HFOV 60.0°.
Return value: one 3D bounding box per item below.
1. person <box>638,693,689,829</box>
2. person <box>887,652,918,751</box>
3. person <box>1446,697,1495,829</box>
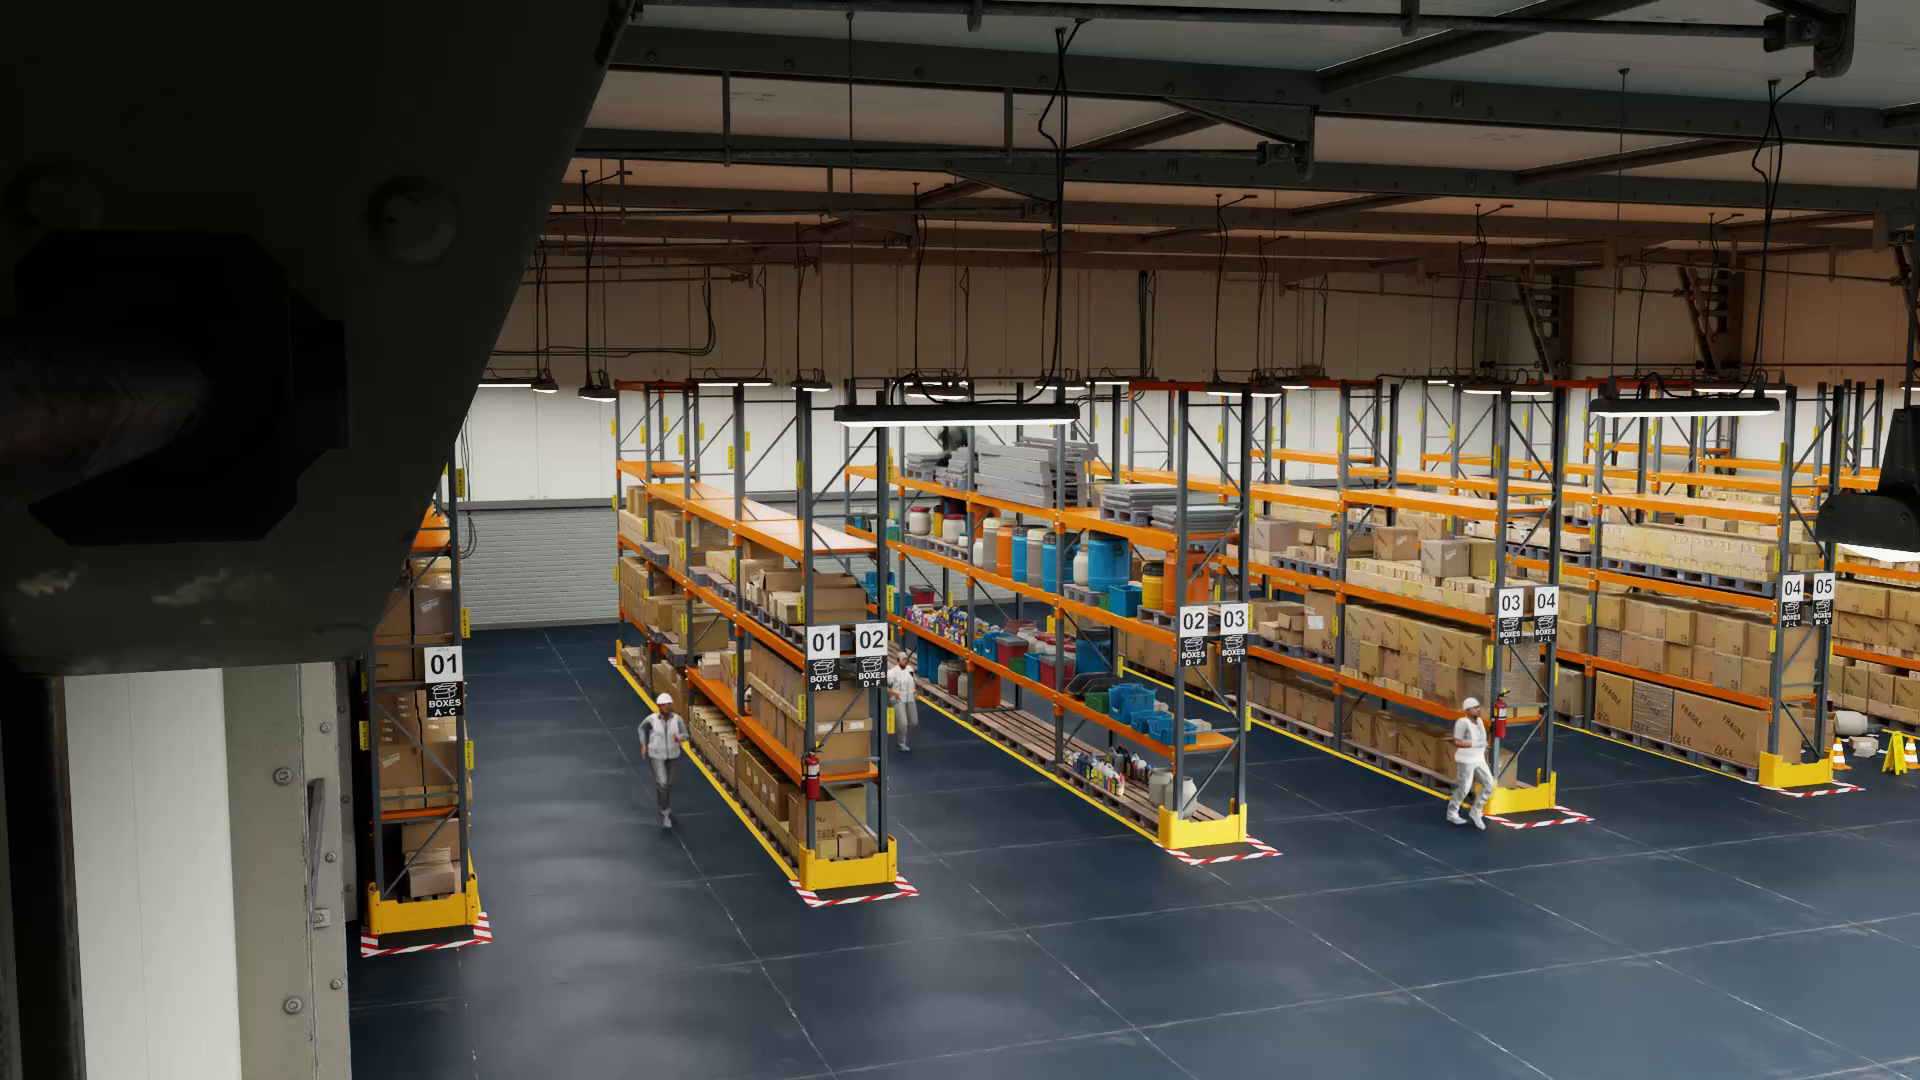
[{"bbox_3d":[-4.087,3.010,23.005,0.627,1.825,0.869,-3,7,-26],"label":"person"},{"bbox_3d":[-0.948,2.639,27.342,0.605,1.615,0.539,-3,7,-29],"label":"person"},{"bbox_3d":[6.991,3.061,22.693,0.679,1.827,0.659,-4,7,-36],"label":"person"}]
